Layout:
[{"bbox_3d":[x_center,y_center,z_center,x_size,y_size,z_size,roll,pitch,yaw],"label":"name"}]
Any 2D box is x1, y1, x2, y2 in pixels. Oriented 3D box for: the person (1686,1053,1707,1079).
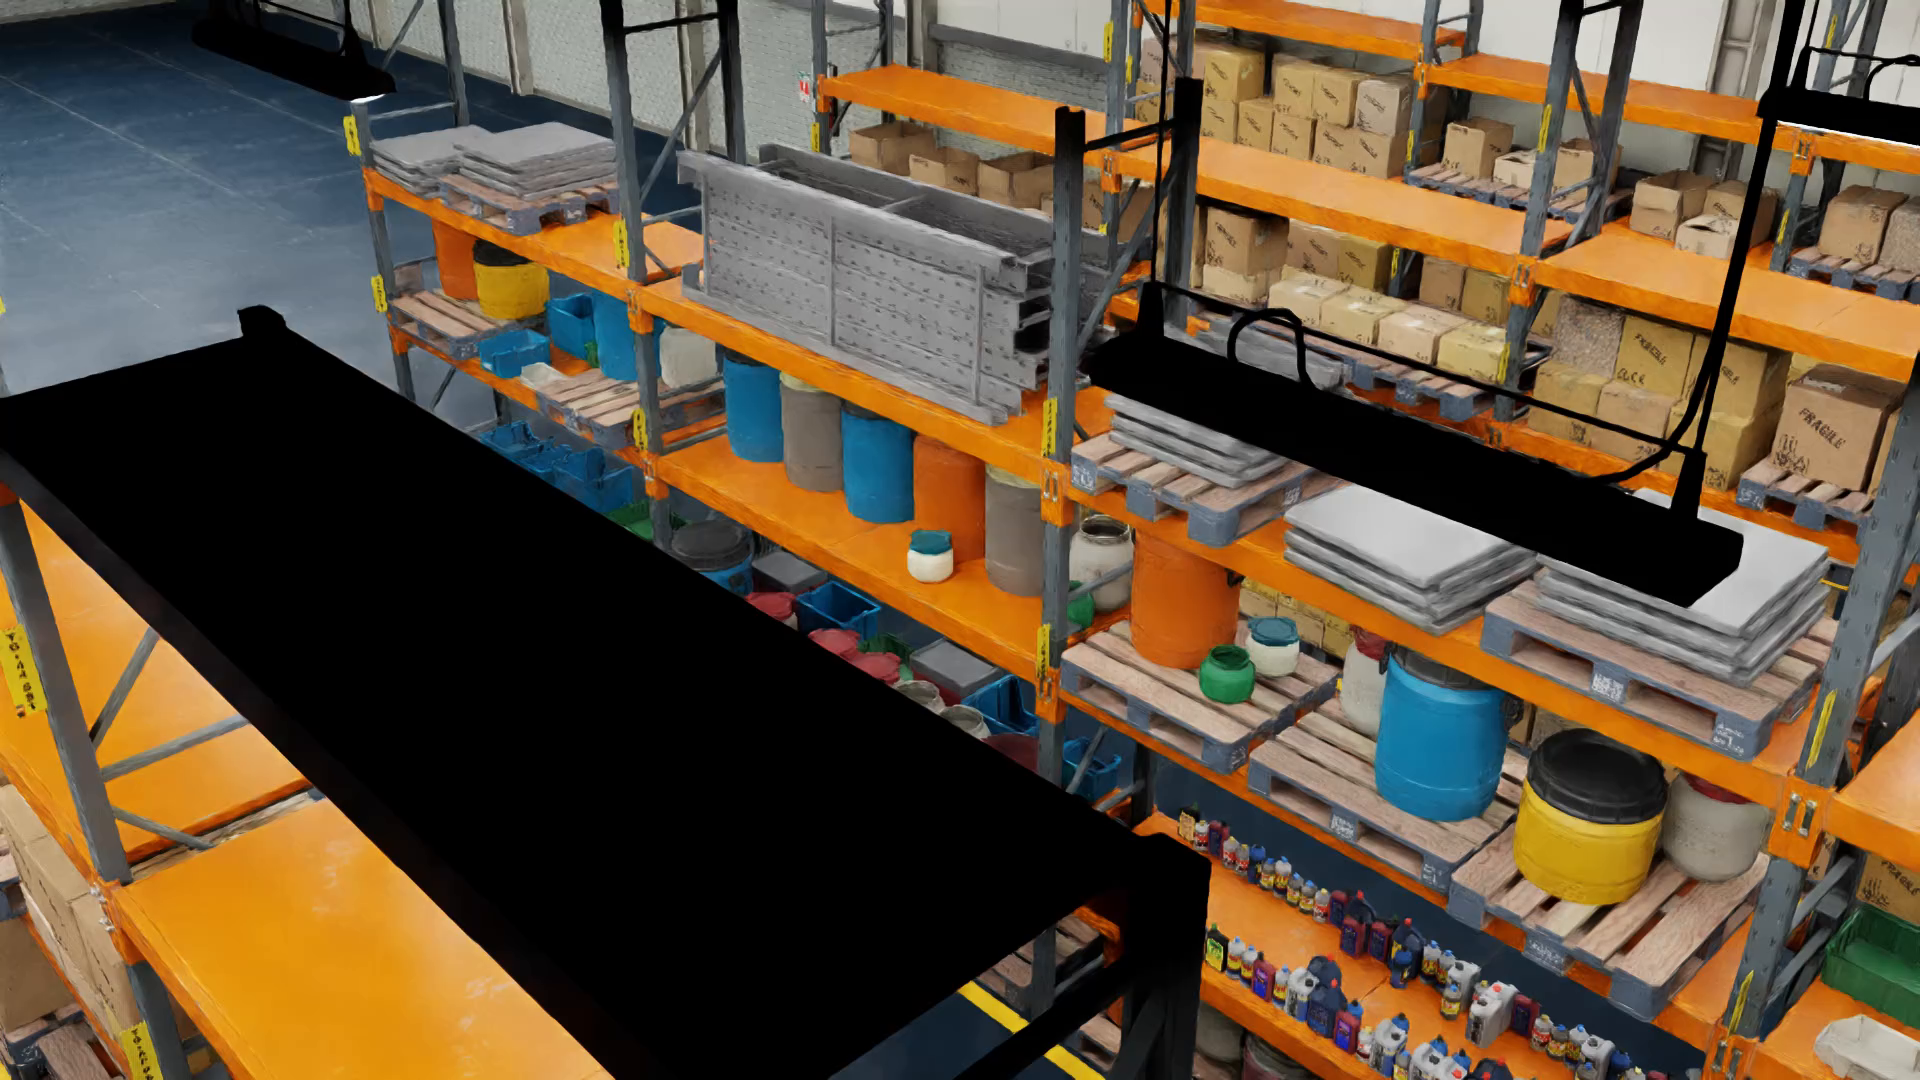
[{"bbox_3d":[4.725,2.593,10.215,0.574,1.725,0.677,25,37,38],"label":"person"}]
